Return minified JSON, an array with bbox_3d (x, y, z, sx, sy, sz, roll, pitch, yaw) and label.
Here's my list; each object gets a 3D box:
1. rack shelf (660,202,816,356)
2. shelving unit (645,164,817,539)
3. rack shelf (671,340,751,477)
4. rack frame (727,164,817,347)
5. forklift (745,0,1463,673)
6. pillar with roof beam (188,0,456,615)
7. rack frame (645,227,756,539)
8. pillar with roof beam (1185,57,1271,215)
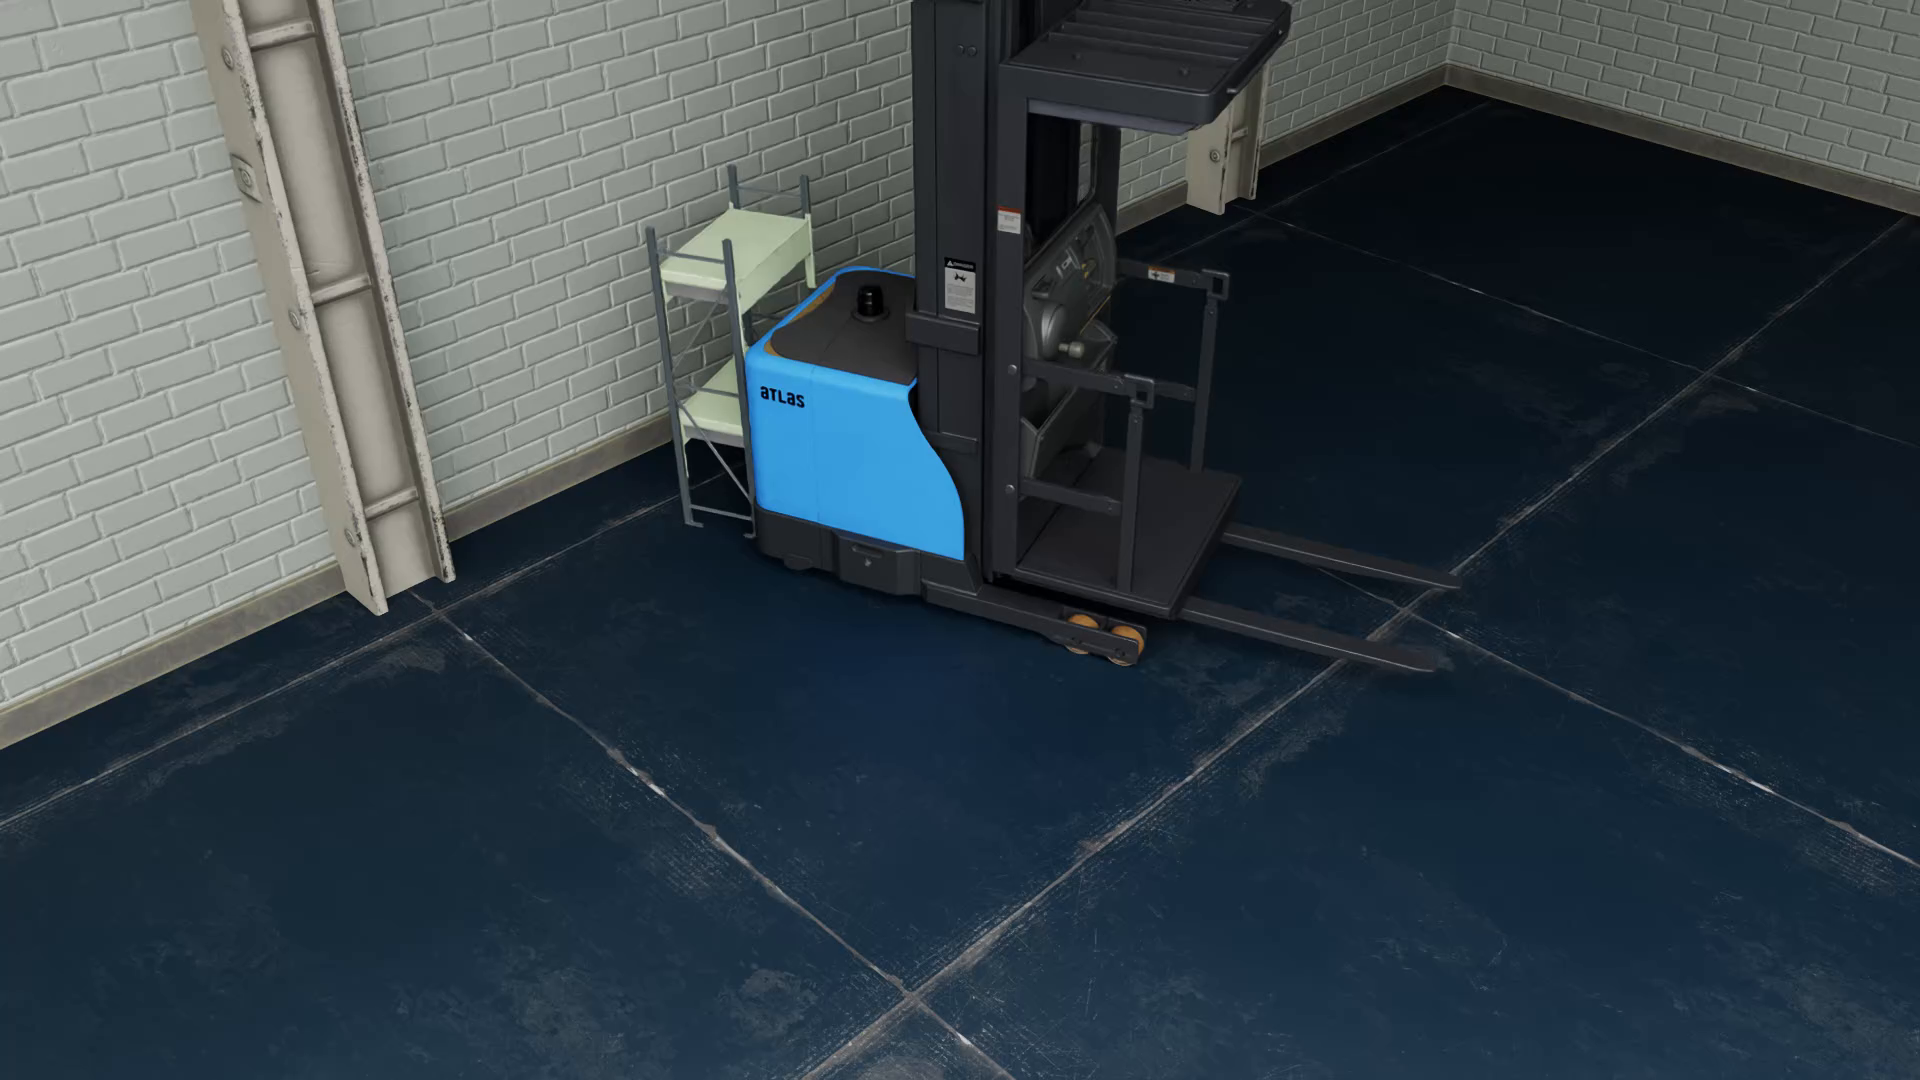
[{"bbox_3d":[-0.997,-1.178,7.438,0.431,0.370,0.720,12,37,18],"label":"rack shelf"},{"bbox_3d":[-0.990,-0.856,7.658,0.431,1.500,0.755,12,37,18],"label":"shelving unit"},{"bbox_3d":[-0.983,-0.588,7.843,0.431,0.370,0.720,12,37,18],"label":"rack shelf"},{"bbox_3d":[-0.855,-1.051,7.938,0.400,1.500,0.023,12,37,18],"label":"rack frame"},{"bbox_3d":[0.634,-1.021,6.652,3.031,2.935,1.130,14,37,19],"label":"forklift"},{"bbox_3d":[0.538,-1.765,2.415,9.100,9.000,0.400,30,45,35],"label":"pillar with roof beam"},{"bbox_3d":[-1.124,-0.662,7.379,0.400,1.500,0.023,12,37,18],"label":"rack frame"},{"bbox_3d":[4.765,-4.201,5.907,9.100,9.000,0.400,30,45,35],"label":"pillar with roof beam"}]
